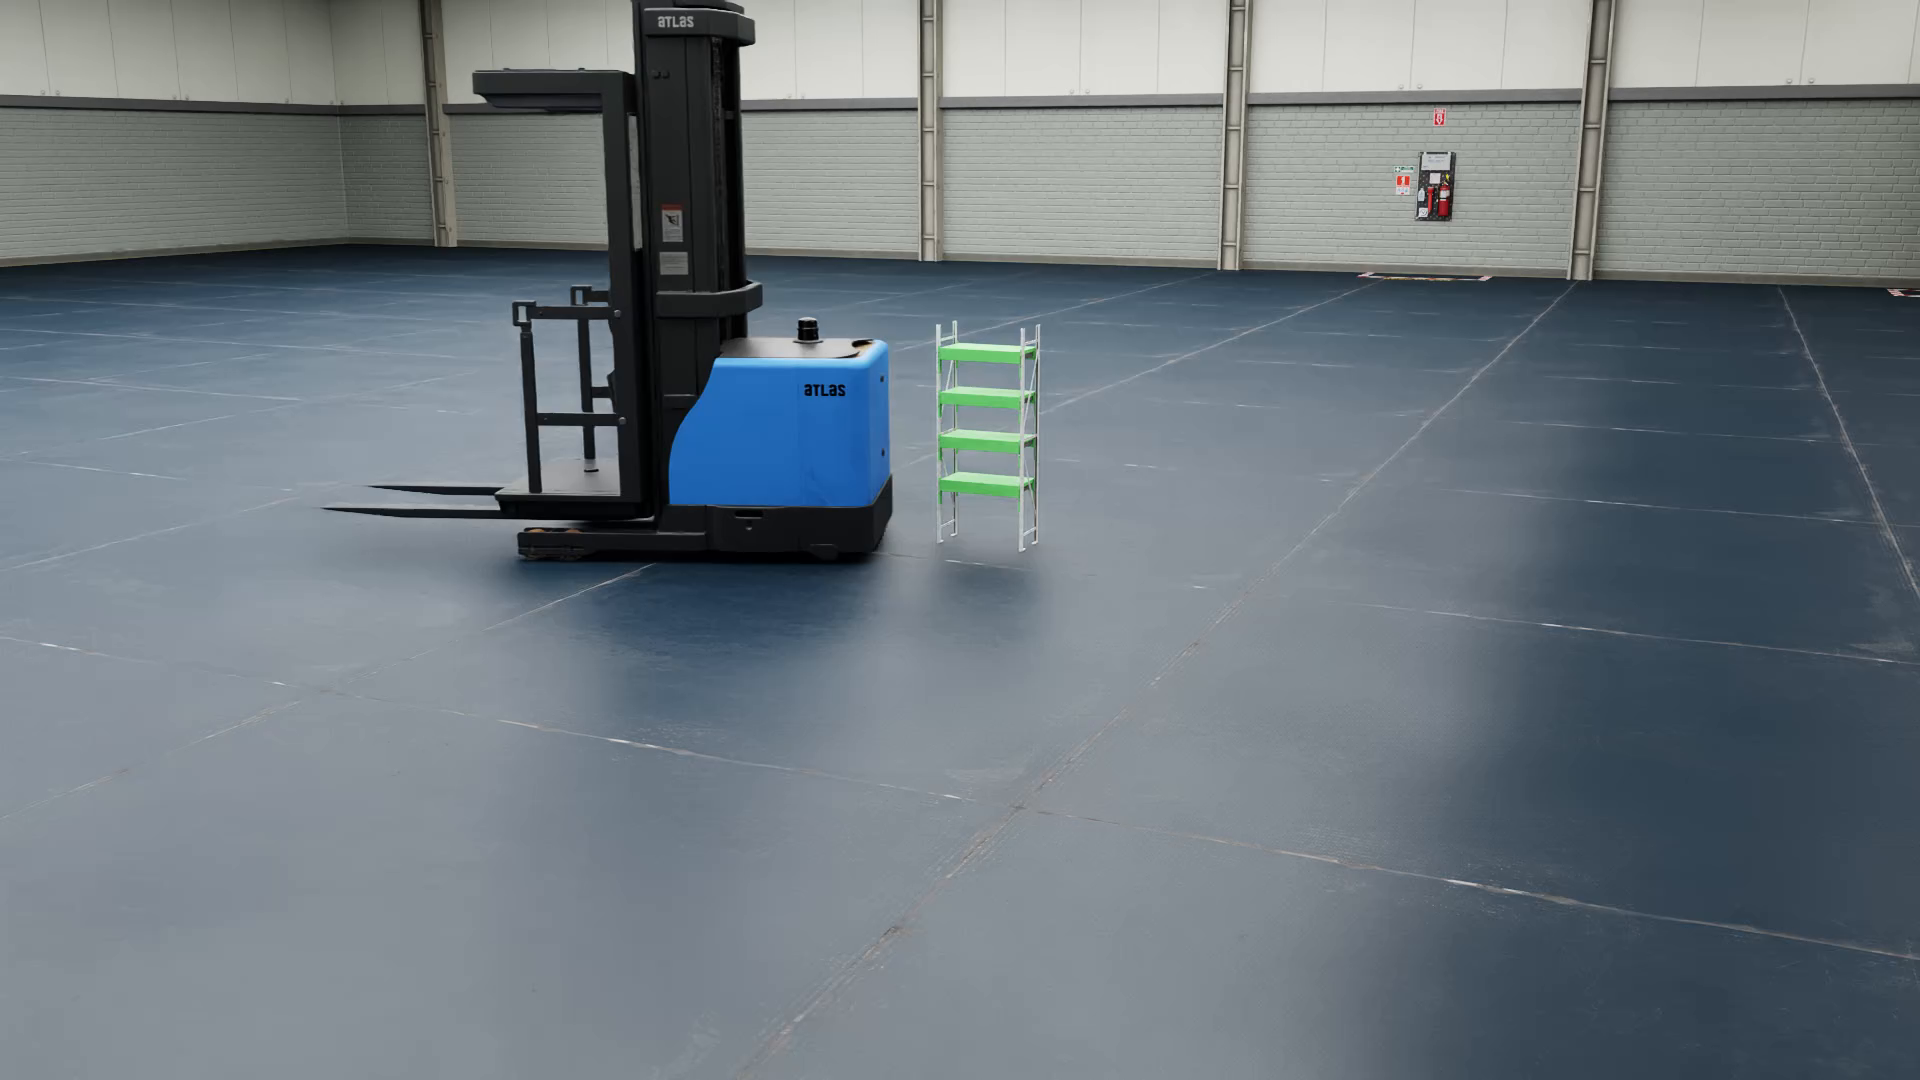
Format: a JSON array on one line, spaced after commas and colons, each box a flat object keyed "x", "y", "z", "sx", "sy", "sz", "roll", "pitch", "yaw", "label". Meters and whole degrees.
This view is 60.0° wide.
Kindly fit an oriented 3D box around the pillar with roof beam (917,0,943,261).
[{"x": -2.313, "y": -8.968, "z": 27.775, "sx": 0.400, "sy": 9.000, "sz": 9.100, "roll": 6, "pitch": 14, "yaw": 23, "label": "pillar with roof beam"}]

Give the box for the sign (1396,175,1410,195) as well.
[{"x": 7.694, "y": -6.163, "z": 28.875, "sx": 0.234, "sy": 0.329, "sz": 0.001, "roll": 6, "pitch": 14, "yaw": 23, "label": "sign"}]

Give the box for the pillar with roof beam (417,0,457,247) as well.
[{"x": -13.285, "y": -10.078, "z": 32.507, "sx": 0.400, "sy": 9.000, "sz": 9.100, "roll": 6, "pitch": 14, "yaw": 23, "label": "pillar with roof beam"}]

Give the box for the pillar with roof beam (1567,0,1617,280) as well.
[{"x": 8.658, "y": -7.858, "z": 23.044, "sx": 0.400, "sy": 9.000, "sz": 9.100, "roll": 6, "pitch": 14, "yaw": 23, "label": "pillar with roof beam"}]

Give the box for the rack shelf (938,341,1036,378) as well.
[{"x": 0.151, "y": -0.974, "z": 8.957, "sx": 0.480, "sy": 0.148, "sz": 0.258, "roll": 6, "pitch": 14, "yaw": 23, "label": "rack shelf"}]

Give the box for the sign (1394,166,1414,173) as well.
[{"x": 7.695, "y": -6.419, "z": 28.805, "sx": 0.331, "sy": 0.109, "sz": 0.001, "roll": 6, "pitch": 14, "yaw": 23, "label": "sign"}]

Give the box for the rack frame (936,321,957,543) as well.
[{"x": -0.072, "y": -0.591, "z": 9.149, "sx": 0.015, "sy": 1.200, "sz": 0.240, "roll": 6, "pitch": 14, "yaw": 23, "label": "rack frame"}]

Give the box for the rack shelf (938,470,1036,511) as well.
[{"x": 0.151, "y": -0.273, "z": 9.122, "sx": 0.480, "sy": 0.148, "sz": 0.258, "roll": 6, "pitch": 14, "yaw": 23, "label": "rack shelf"}]

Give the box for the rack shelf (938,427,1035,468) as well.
[{"x": 0.151, "y": -0.507, "z": 9.067, "sx": 0.480, "sy": 0.148, "sz": 0.258, "roll": 6, "pitch": 14, "yaw": 23, "label": "rack shelf"}]

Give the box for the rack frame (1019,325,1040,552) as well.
[{"x": 0.374, "y": -0.546, "z": 8.956, "sx": 0.015, "sy": 1.200, "sz": 0.240, "roll": 6, "pitch": 14, "yaw": 23, "label": "rack frame"}]

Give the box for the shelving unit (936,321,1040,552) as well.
[{"x": 0.151, "y": -0.569, "z": 9.052, "sx": 0.503, "sy": 1.200, "sz": 0.258, "roll": 6, "pitch": 14, "yaw": 23, "label": "shelving unit"}]

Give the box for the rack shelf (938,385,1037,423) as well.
[{"x": 0.151, "y": -0.740, "z": 9.012, "sx": 0.480, "sy": 0.148, "sz": 0.258, "roll": 6, "pitch": 14, "yaw": 23, "label": "rack shelf"}]

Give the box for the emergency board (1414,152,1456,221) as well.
[{"x": 8.158, "y": -6.073, "z": 28.569, "sx": 0.643, "sy": 1.169, "sz": 0.194, "roll": 6, "pitch": 14, "yaw": 23, "label": "emergency board"}]

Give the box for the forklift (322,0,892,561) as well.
[{"x": -1.931, "y": -1.435, "z": 8.955, "sx": 3.031, "sy": 2.935, "sz": 1.130, "roll": 1, "pitch": 13, "yaw": 4, "label": "forklift"}]

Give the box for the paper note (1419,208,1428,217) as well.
[{"x": 8.024, "y": -5.675, "z": 28.801, "sx": 0.142, "sy": 0.148, "sz": 0.016, "roll": 6, "pitch": 14, "yaw": 23, "label": "paper note"}]

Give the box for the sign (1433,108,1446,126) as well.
[{"x": 8.191, "y": -7.223, "z": 28.396, "sx": 0.199, "sy": 0.298, "sz": 0.001, "roll": 6, "pitch": 14, "yaw": 23, "label": "sign"}]

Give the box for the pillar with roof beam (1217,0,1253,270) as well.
[{"x": 3.172, "y": -8.413, "z": 25.410, "sx": 0.400, "sy": 9.000, "sz": 9.100, "roll": 6, "pitch": 14, "yaw": 23, "label": "pillar with roof beam"}]
